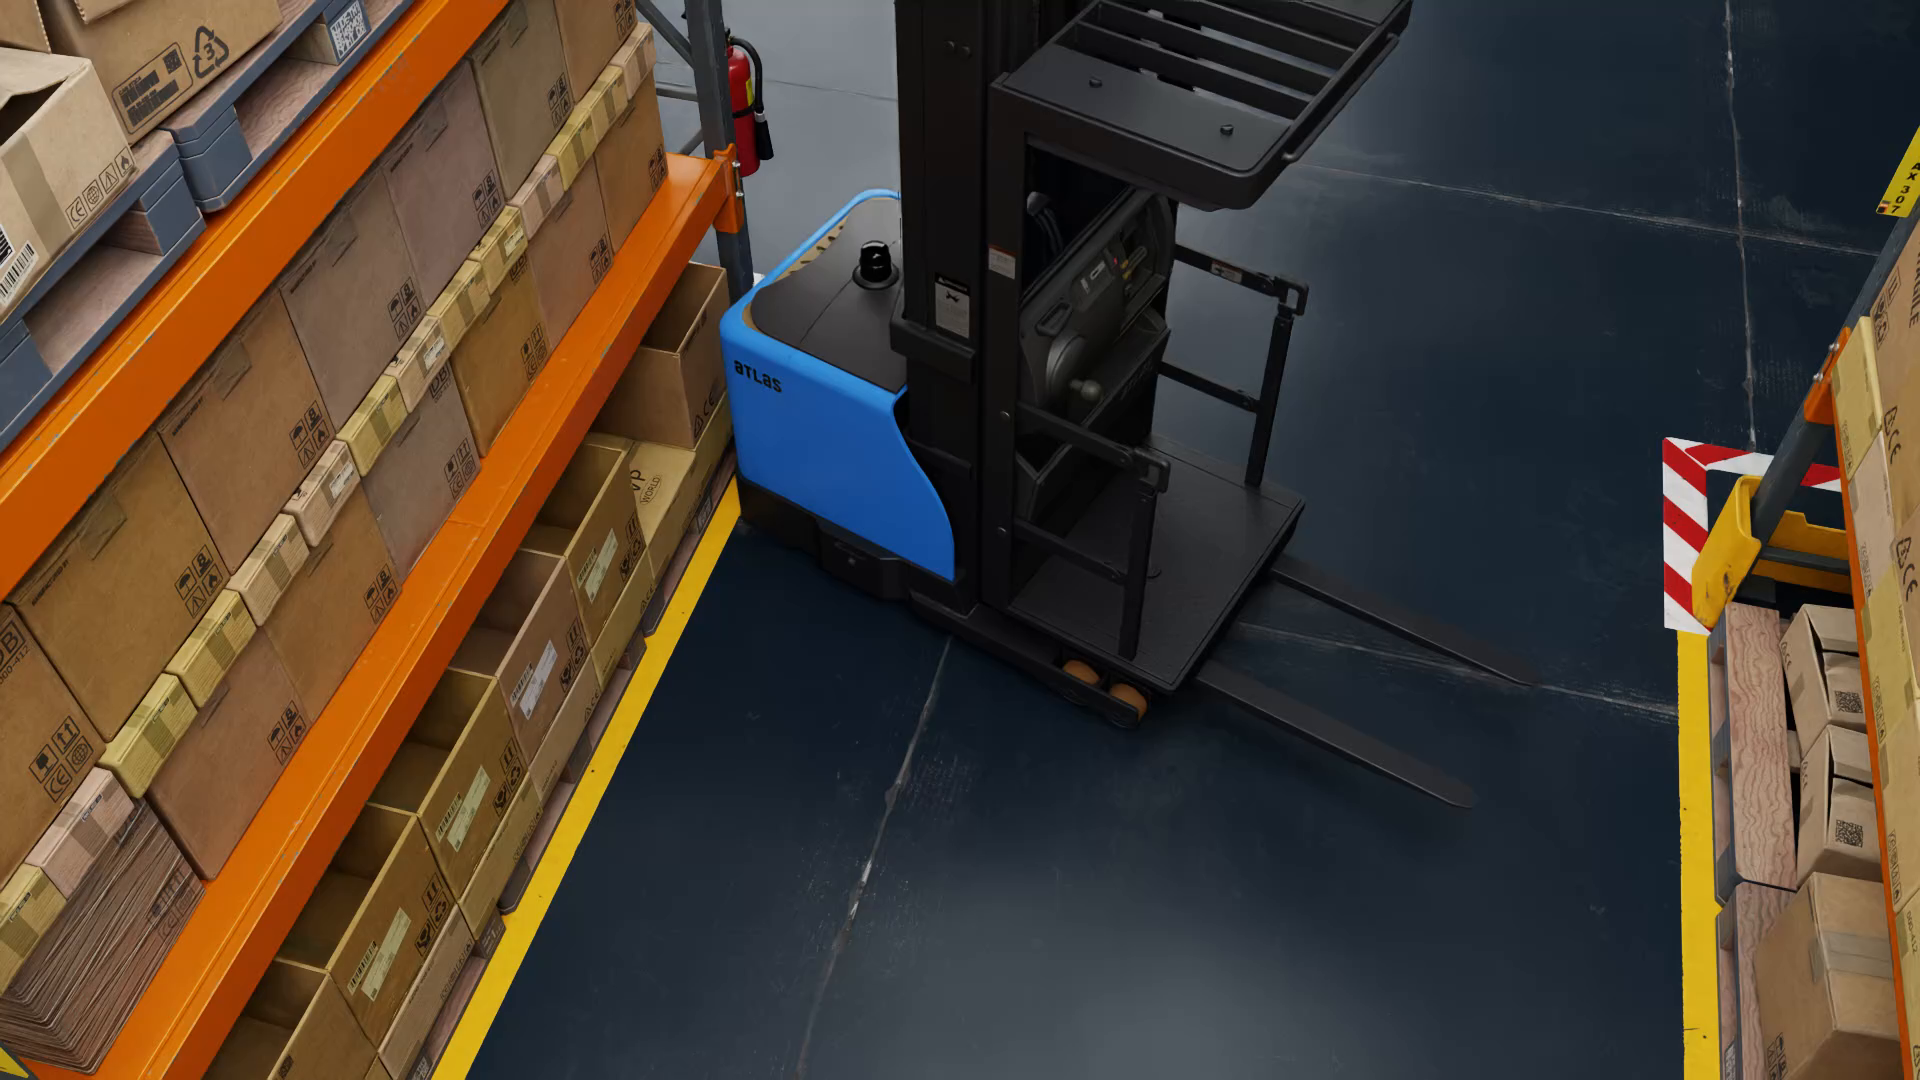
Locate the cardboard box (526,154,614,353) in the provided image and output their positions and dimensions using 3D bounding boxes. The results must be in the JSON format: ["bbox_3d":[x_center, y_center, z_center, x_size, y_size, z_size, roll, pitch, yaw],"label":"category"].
[{"bbox_3d":[-1.606,-1.024,5.505,0.700,0.500,0.500,13,50,11],"label":"cardboard box"}]

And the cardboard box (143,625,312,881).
[{"bbox_3d":[-2.146,0.449,4.205,0.700,0.500,0.500,11,50,10],"label":"cardboard box"}]

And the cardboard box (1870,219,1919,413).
[{"bbox_3d":[3.027,-0.651,4.829,0.500,0.500,0.500,12,50,10],"label":"cardboard box"}]

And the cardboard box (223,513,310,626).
[{"bbox_3d":[-1.864,0.044,4.130,0.380,0.149,0.250,10,49,9],"label":"cardboard box"}]

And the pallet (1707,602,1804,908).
[{"bbox_3d":[3.175,0.827,5.798,1.003,0.211,1.213,12,50,10],"label":"pallet"}]

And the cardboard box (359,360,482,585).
[{"bbox_3d":[-1.877,-0.284,4.852,0.700,0.500,0.500,13,50,11],"label":"cardboard box"}]

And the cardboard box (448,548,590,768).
[{"bbox_3d":[-1.573,0.351,5.413,0.500,0.500,0.500,12,50,10],"label":"cardboard box"}]

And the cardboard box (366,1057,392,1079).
[{"bbox_3d":[-1.975,1.682,4.737,0.500,0.250,0.500,12,50,10],"label":"cardboard box"}]

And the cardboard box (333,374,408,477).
[{"bbox_3d":[-1.728,-0.338,4.467,0.380,0.149,0.250,11,50,10],"label":"cardboard box"}]

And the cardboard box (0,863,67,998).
[{"bbox_3d":[-2.132,0.783,3.478,0.380,0.149,0.250,11,50,10],"label":"cardboard box"}]

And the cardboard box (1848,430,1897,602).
[{"bbox_3d":[2.885,-0.020,4.772,0.500,0.250,0.500,10,49,9],"label":"cardboard box"}]

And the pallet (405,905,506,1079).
[{"bbox_3d":[-2.140,1.543,5.167,1.003,0.211,1.213,12,50,10],"label":"pallet"}]

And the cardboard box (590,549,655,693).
[{"bbox_3d":[-1.443,0.237,6.013,0.500,0.250,0.500,12,50,10],"label":"cardboard box"}]

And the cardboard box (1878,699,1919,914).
[{"bbox_3d":[2.610,0.713,4.126,0.500,0.250,0.500,12,50,10],"label":"cardboard box"}]

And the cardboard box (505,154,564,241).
[{"bbox_3d":[-1.457,-1.084,5.126,0.380,0.149,0.250,12,50,11],"label":"cardboard box"}]

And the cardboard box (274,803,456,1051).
[{"bbox_3d":[-1.842,1.073,4.775,0.500,0.500,0.500,12,50,10],"label":"cardboard box"}]

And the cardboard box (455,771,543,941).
[{"bbox_3d":[-1.702,0.961,5.374,0.500,0.250,0.500,12,50,10],"label":"cardboard box"}]

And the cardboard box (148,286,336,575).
[{"bbox_3d":[-2.015,-0.326,4.024,0.700,0.500,0.500,12,50,10],"label":"cardboard box"}]

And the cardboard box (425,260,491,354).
[{"bbox_3d":[-1.593,-0.703,4.790,0.380,0.149,0.250,13,50,11],"label":"cardboard box"}]

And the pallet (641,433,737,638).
[{"bbox_3d":[-1.498,-0.222,6.724,1.003,0.211,1.213,12,50,10],"label":"pallet"}]

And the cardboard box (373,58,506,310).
[{"bbox_3d":[-1.751,-1.049,4.662,0.700,0.500,0.500,12,50,10],"label":"cardboard box"}]

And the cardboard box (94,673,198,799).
[{"bbox_3d":[-2.000,0.414,3.803,0.380,0.149,0.250,10,49,9],"label":"cardboard box"}]

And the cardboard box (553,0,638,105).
[{"bbox_3d":[-1.486,-1.795,5.321,0.700,0.500,0.500,12,50,10],"label":"cardboard box"}]

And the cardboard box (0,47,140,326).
[{"bbox_3d":[-1.861,-0.664,2.940,0.500,0.311,0.500,9,49,8],"label":"cardboard box"}]

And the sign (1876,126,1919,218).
[{"bbox_3d":[2.920,-1.125,5.084,0.100,0.325,0.005,12,50,10],"label":"sign"}]

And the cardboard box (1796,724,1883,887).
[{"bbox_3d":[3.024,0.908,5.367,0.500,0.311,0.500,15,50,13],"label":"cardboard box"}]

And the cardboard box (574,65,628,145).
[{"bbox_3d":[-1.321,-1.451,5.449,0.380,0.149,0.250,13,50,11],"label":"cardboard box"}]

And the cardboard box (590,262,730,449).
[{"bbox_3d":[-1.191,-0.737,6.372,0.500,0.500,0.500,12,50,10],"label":"cardboard box"}]

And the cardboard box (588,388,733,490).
[{"bbox_3d":[-1.193,-0.489,6.654,0.500,0.250,0.500,12,50,10],"label":"cardboard box"}]

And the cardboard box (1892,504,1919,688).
[{"bbox_3d":[2.746,0.077,4.187,0.500,0.500,0.500,10,49,9],"label":"cardboard box"}]

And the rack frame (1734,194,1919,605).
[{"bbox_3d":[3.443,-0.732,5.314,1.000,3.000,0.127,12,50,10],"label":"rack frame"}]

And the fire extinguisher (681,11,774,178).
[{"bbox_3d":[-0.858,-1.675,6.198,0.296,0.674,0.183,12,50,10],"label":"fire extinguisher"}]

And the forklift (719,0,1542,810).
[{"bbox_3d":[0.632,-0.746,5.372,3.031,2.935,1.130,26,53,21],"label":"forklift"}]

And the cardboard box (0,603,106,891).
[{"bbox_3d":[-2.279,0.402,3.381,0.700,0.500,0.500,12,50,10],"label":"cardboard box"}]

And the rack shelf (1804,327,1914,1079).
[{"bbox_3d":[2.917,0.953,4.307,1.077,0.370,4.000,12,50,10],"label":"rack shelf"}]
